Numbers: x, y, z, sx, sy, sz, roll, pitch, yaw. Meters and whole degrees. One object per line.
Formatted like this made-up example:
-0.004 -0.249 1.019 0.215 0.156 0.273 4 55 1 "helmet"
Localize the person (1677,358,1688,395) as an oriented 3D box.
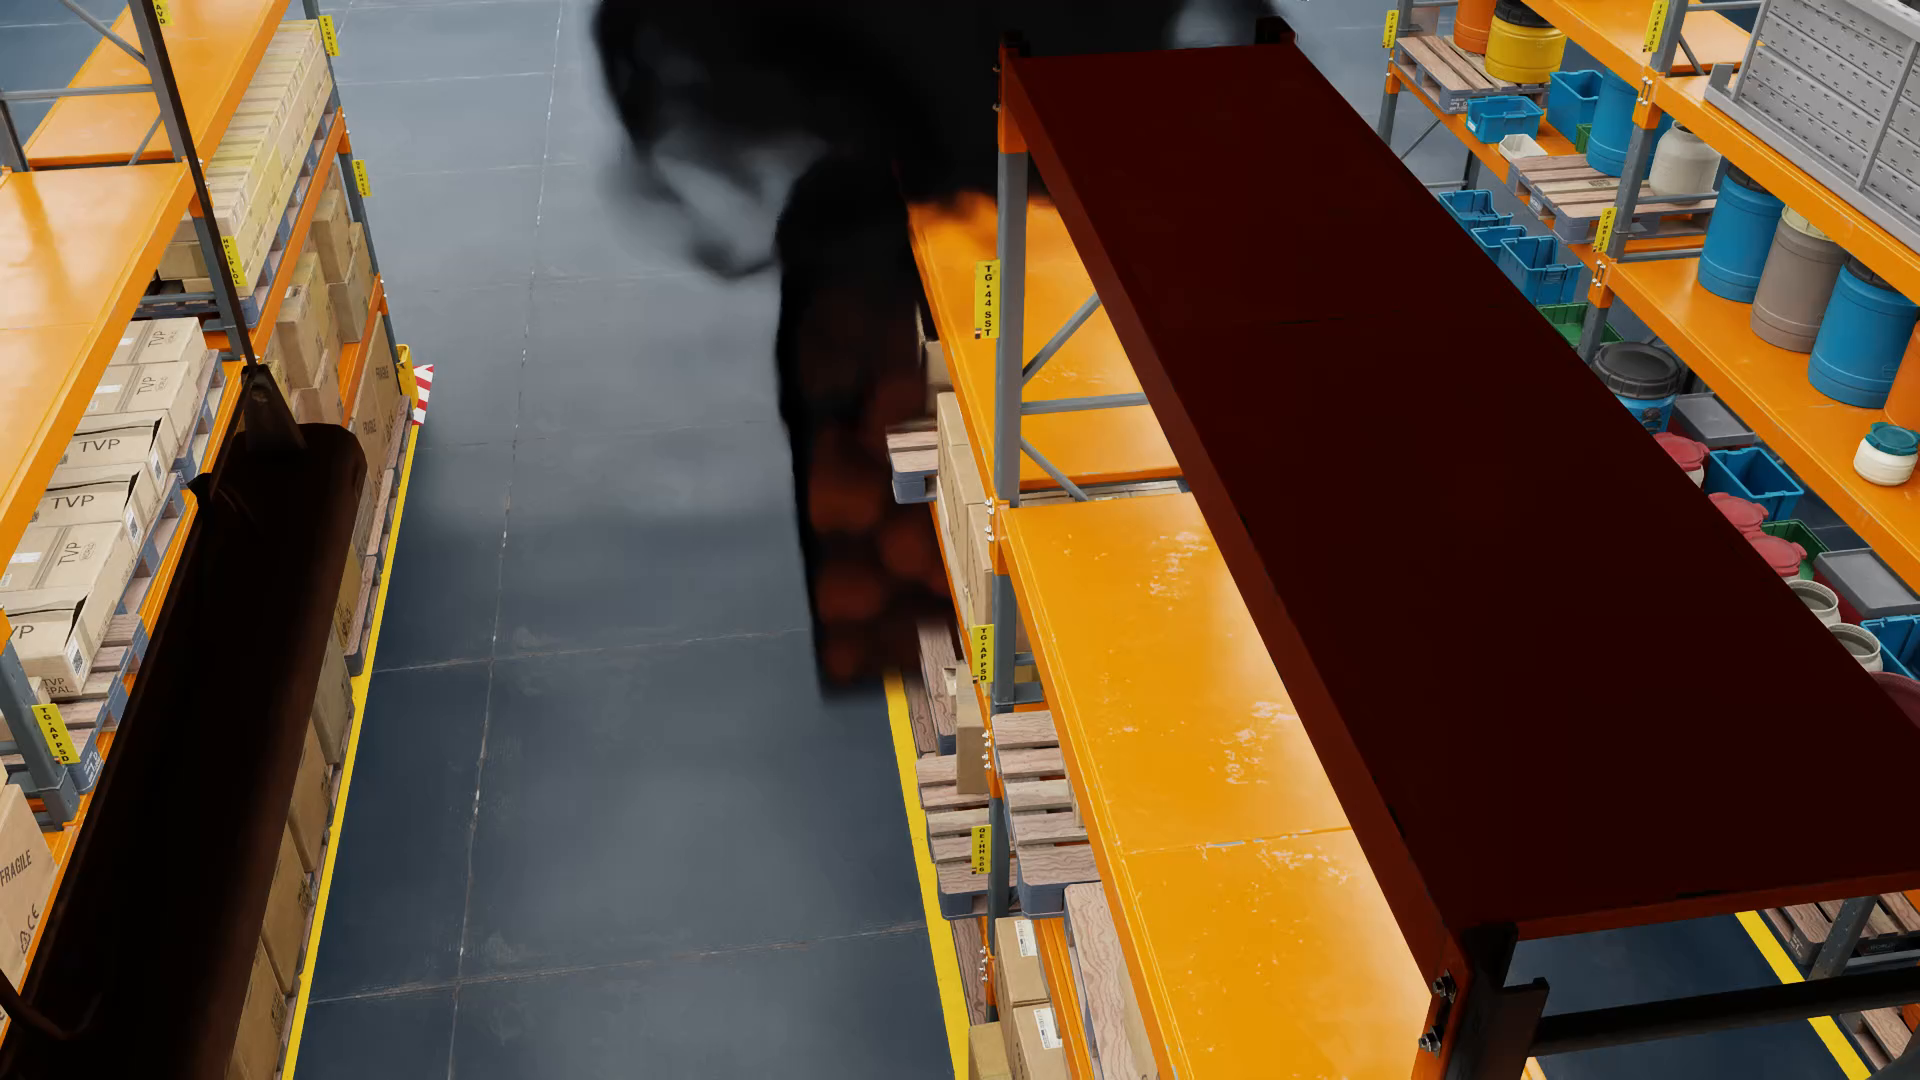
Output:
6.657 -1.790 14.440 0.668 1.760 1.124 -11 38 -14 "person"
